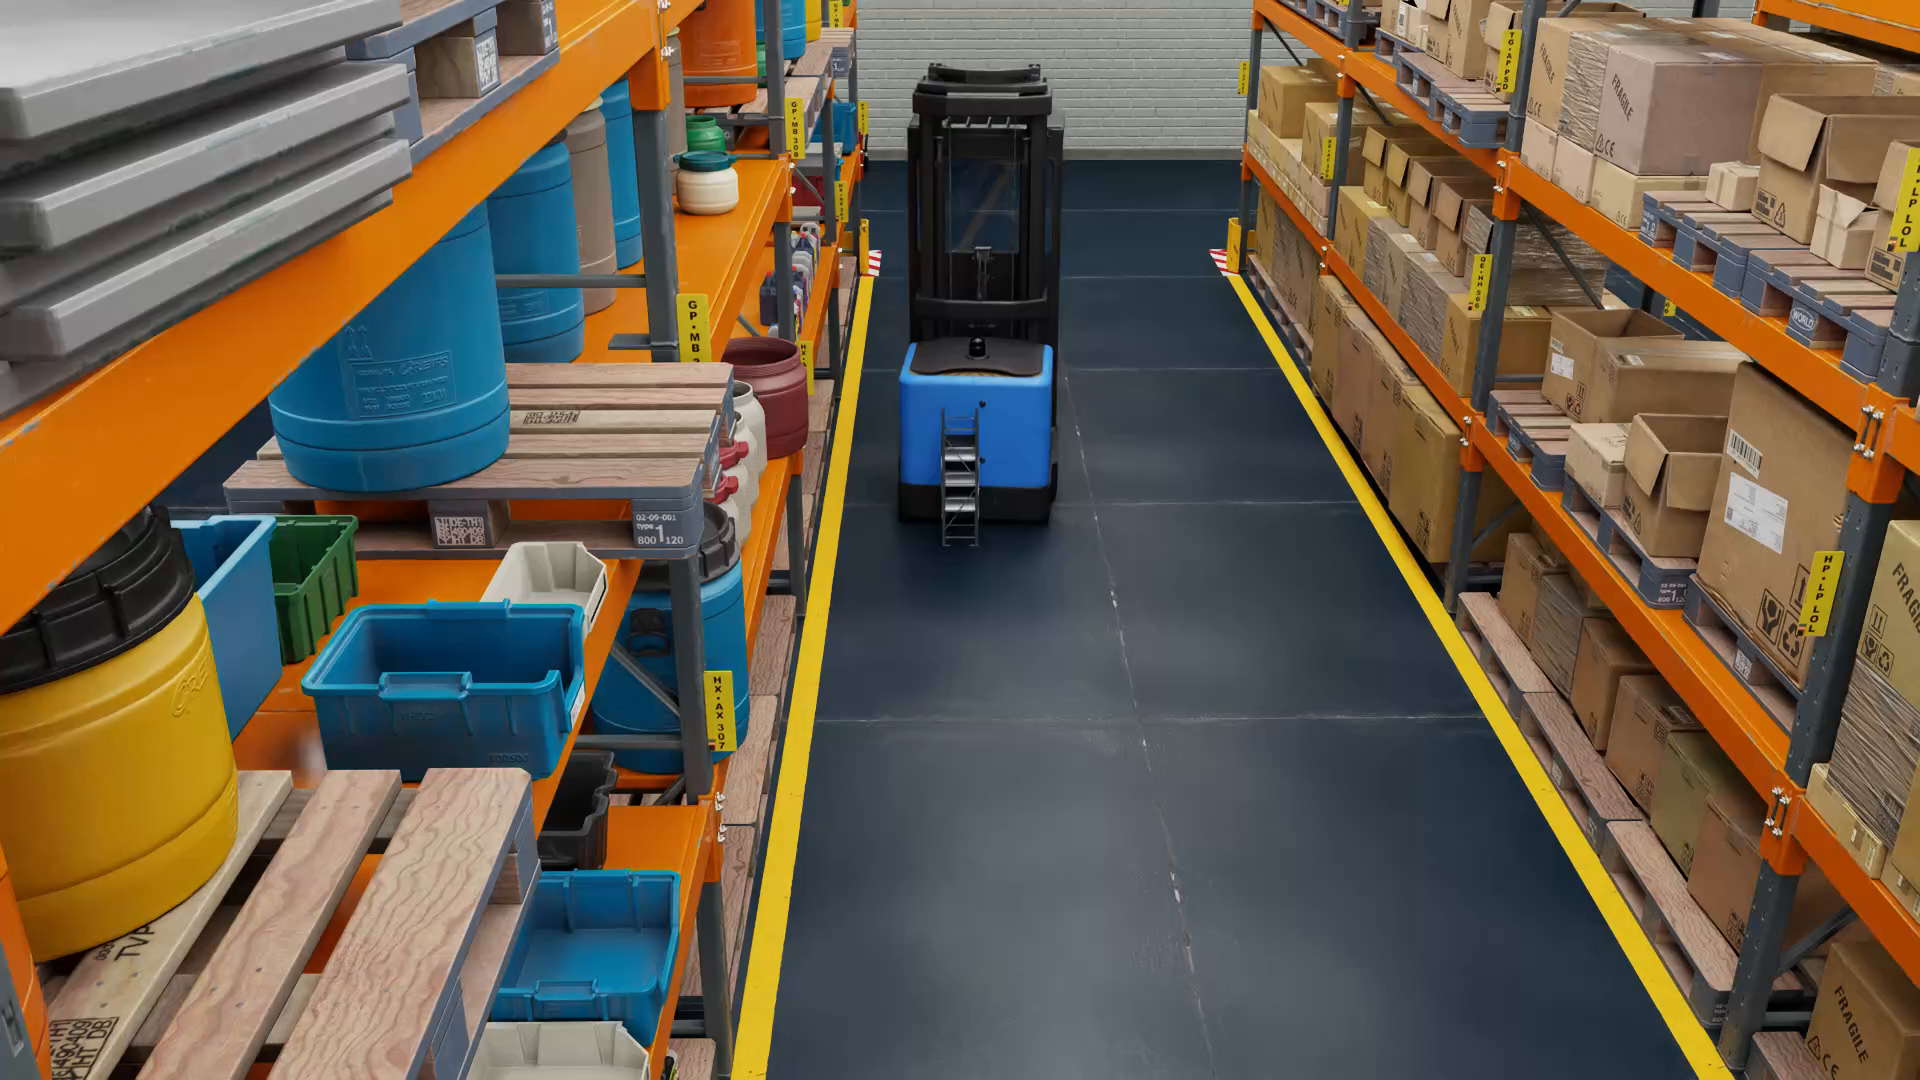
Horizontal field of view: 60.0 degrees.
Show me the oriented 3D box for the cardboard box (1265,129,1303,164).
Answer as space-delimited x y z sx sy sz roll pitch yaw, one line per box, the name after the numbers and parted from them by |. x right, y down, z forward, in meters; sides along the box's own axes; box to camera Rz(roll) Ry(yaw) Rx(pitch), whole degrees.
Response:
3.167 -3.679 15.565 0.500 0.250 0.500 -1 24 -2 | cardboard box

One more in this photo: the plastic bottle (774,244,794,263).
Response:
-1.296 -2.085 12.280 0.144 0.351 0.185 0 24 -1 | plastic bottle

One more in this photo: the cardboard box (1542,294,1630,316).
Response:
3.772 -1.183 10.103 0.500 0.500 0.500 0 24 1 | cardboard box

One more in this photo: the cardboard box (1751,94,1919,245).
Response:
3.631 -1.475 6.596 0.797 0.503 0.637 1 24 2 | cardboard box

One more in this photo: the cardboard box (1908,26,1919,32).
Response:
8.153 -4.270 13.592 0.500 0.250 0.500 0 24 -1 | cardboard box

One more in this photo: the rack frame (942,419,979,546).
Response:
0.001 -0.371 10.979 0.240 0.900 0.006 0 24 -1 | rack frame

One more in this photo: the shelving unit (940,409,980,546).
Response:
0.000 -0.413 11.072 0.258 0.900 0.210 0 24 -1 | shelving unit

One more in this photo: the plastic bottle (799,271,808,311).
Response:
-1.102 -1.743 11.605 0.061 0.283 0.133 0 24 -1 | plastic bottle

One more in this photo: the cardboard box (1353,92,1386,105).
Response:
3.704 -3.609 14.500 0.500 0.500 0.500 -1 24 -2 | cardboard box

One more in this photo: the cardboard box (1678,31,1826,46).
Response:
3.777 -2.169 8.038 0.500 0.500 0.500 0 24 -1 | cardboard box

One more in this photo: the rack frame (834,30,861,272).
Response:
-1.535 -4.210 16.918 1.000 3.000 0.127 0 24 -1 | rack frame

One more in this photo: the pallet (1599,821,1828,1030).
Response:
3.538 1.662 7.318 1.003 0.211 1.213 0 24 -1 | pallet

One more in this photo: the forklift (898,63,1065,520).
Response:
0.194 -2.037 12.198 1.130 2.935 3.031 2 24 4 | forklift

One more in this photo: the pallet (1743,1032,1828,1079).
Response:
3.591 2.260 5.997 1.003 0.211 1.213 0 24 -1 | pallet

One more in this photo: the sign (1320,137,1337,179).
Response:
2.906 -3.011 13.121 0.100 0.325 0.005 0 24 -1 | sign

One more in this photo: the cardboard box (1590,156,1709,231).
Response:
3.276 -1.616 7.725 0.500 0.250 0.500 0 24 1 | cardboard box

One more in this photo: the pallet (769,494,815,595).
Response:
-1.498 0.033 10.922 1.003 0.211 1.213 0 24 -1 | pallet

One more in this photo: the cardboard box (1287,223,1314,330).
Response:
3.524 -2.450 15.096 0.875 0.875 0.875 0 24 -1 | cardboard box

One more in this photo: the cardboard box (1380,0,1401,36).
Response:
3.478 -3.948 12.069 0.700 0.500 0.500 0 24 1 | cardboard box

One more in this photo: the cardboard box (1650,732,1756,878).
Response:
3.577 1.201 7.453 0.700 0.500 0.500 0 24 -1 | cardboard box

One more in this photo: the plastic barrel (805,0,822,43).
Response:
-1.279 -3.830 11.701 0.600 0.588 0.600 0 24 0 | plastic barrel

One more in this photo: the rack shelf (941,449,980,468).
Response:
0.000 -0.547 11.012 0.258 0.077 0.200 0 24 -1 | rack shelf

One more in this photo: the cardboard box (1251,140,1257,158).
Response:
3.096 -3.864 16.459 0.380 0.149 0.250 -1 24 -1 | cardboard box

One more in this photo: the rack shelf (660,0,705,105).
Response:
-1.426 -2.313 6.802 1.077 0.370 4.000 0 24 -1 | rack shelf

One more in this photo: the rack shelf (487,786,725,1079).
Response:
-1.382 1.887 4.311 1.077 0.370 4.000 0 24 -1 | rack shelf

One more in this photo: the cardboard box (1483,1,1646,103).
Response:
3.426 -2.792 9.508 0.797 0.503 0.637 1 24 3 | cardboard box

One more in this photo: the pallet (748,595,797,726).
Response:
-1.478 0.677 9.498 1.003 0.211 1.213 0 24 -1 | pallet

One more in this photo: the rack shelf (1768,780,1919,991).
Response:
3.570 1.865 4.360 1.077 0.370 4.000 0 24 -1 | rack shelf

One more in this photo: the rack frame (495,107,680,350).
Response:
-1.404 -1.998 4.749 1.000 3.000 0.127 0 24 -1 | rack frame

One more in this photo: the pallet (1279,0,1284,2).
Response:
3.436 -5.253 15.692 1.003 0.211 1.213 0 24 -1 | pallet

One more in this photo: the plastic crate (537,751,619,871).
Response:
-1.526 0.980 5.520 0.767 0.338 0.504 0 24 -1 | plastic crate

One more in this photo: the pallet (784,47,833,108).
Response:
-1.370 -3.052 10.948 1.003 0.211 1.213 0 24 -1 | pallet

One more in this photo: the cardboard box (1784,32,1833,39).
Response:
8.118 -4.663 16.225 0.500 0.500 0.500 0 24 -1 | cardboard box

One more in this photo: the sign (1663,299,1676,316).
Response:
4.047 -1.433 9.470 0.100 0.325 0.005 0 24 -1 | sign

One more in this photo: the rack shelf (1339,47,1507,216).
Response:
3.483 -2.799 11.031 1.077 0.370 4.000 0 24 -1 | rack shelf

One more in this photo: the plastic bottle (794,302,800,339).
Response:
-1.113 -1.463 11.001 0.097 0.271 0.097 0 24 0 | plastic bottle

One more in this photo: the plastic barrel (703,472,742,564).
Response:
-1.203 -0.024 7.499 0.433 0.535 0.433 0 24 0 | plastic barrel

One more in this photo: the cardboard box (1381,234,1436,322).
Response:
3.239 -1.812 11.496 0.500 0.500 0.500 0 24 0 | cardboard box

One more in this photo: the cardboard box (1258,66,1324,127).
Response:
3.158 -4.236 15.887 0.500 0.500 0.500 -1 24 -2 | cardboard box

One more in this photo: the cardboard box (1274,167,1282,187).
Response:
3.110 -3.336 15.291 0.380 0.149 0.250 -1 24 -2 | cardboard box

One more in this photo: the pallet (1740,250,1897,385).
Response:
3.648 -0.823 6.018 1.213 0.211 1.003 0 24 -1 | pallet

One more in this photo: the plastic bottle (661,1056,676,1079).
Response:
-1.069 1.969 6.019 0.061 0.283 0.133 1 24 2 | plastic bottle

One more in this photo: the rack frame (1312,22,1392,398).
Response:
3.461 -2.584 13.323 1.000 3.000 0.127 0 24 -1 | rack frame

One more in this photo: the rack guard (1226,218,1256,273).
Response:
3.417 -3.103 17.504 1.175 0.500 0.348 0 24 -1 | rack guard

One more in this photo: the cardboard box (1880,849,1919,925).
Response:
3.270 1.123 5.432 0.380 0.149 0.250 0 24 -1 | cardboard box

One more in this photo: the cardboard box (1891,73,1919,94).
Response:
8.135 -3.607 13.889 0.500 0.500 0.500 -1 24 -2 | cardboard box

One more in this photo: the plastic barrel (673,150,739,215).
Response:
-1.201 -1.694 7.883 0.301 0.262 0.301 0 24 0 | plastic barrel

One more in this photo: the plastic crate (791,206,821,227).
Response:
-1.354 -2.661 13.741 0.396 0.136 0.243 0 24 -1 | plastic crate

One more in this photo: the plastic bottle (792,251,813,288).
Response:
-1.154 -1.986 12.151 0.152 0.276 0.135 0 24 -1 | plastic bottle

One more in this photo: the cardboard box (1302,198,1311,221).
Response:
3.125 -2.805 14.118 0.380 0.149 0.250 -1 24 -1 | cardboard box

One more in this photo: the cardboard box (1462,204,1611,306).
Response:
3.513 -1.740 10.118 0.797 0.503 0.637 1 24 1 | cardboard box

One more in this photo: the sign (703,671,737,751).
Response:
-0.854 0.611 5.923 0.100 0.325 0.005 0 24 -1 | sign

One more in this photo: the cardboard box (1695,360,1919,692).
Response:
3.680 -0.080 6.549 1.000 1.000 1.000 0 24 0 | cardboard box

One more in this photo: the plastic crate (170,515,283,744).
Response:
-1.682 0.239 3.460 0.392 0.384 0.575 0 24 -1 | plastic crate
